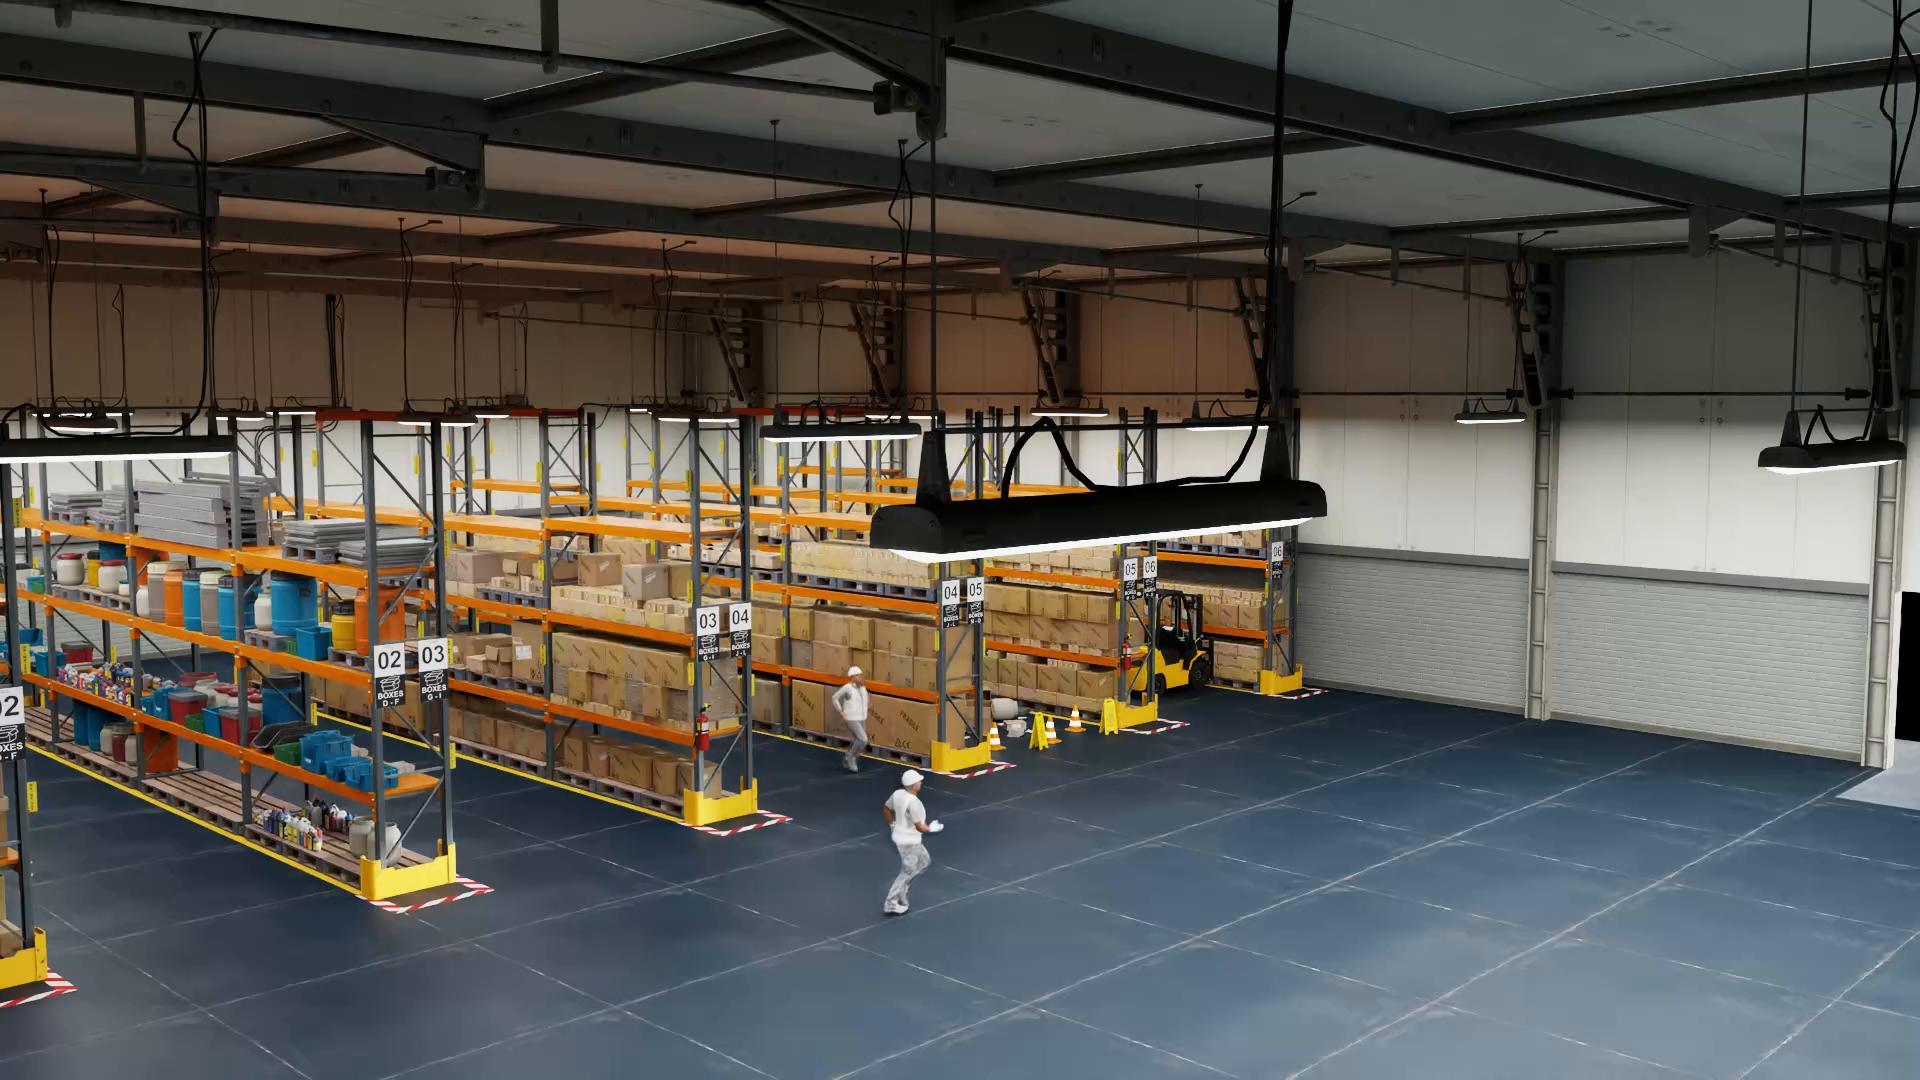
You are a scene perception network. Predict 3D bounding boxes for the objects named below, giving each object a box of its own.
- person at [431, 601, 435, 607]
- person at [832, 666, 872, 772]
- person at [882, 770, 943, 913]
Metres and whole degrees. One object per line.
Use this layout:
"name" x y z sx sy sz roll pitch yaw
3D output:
"person" -12.589 2.028 40.064 0.616 1.520 0.778 4 7 40
"person" -1.721 2.989 27.756 0.642 1.751 0.644 4 6 35
"person" -0.582 3.649 20.255 0.738 1.734 0.667 -2 5 -17
